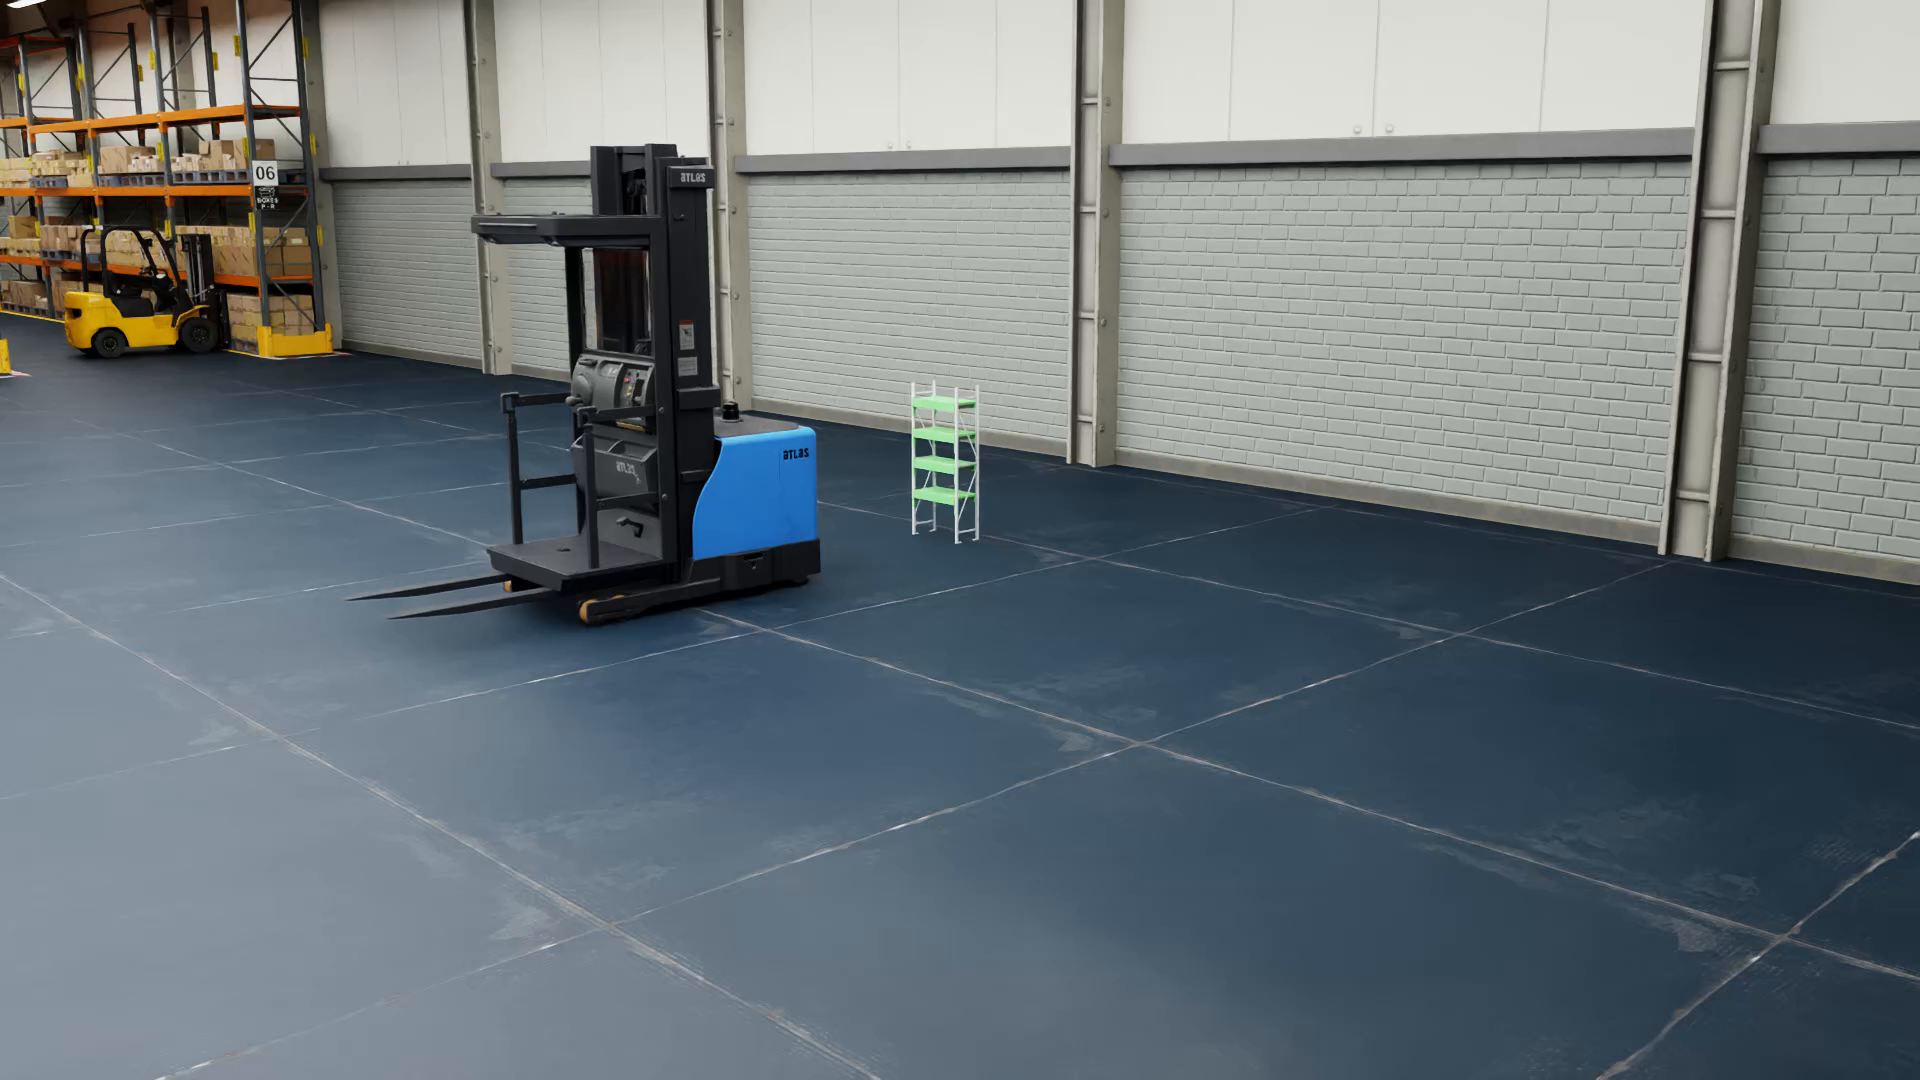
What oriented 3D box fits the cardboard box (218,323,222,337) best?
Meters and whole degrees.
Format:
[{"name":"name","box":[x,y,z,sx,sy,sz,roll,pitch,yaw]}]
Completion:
[{"name":"cardboard box","box":[-12.894,-3.739,29.397,0.500,0.250,0.500,-10,15,-41]}]

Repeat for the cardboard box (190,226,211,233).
[{"name":"cardboard box","box":[-13.515,-5.529,29.722,0.380,0.149,0.250,-10,16,-41]}]

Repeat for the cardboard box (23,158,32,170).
[{"name":"cardboard box","box":[-20.100,-8.212,36.298,0.500,0.250,0.500,-11,16,-42]}]

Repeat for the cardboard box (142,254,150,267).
[{"name":"cardboard box","box":[-15.262,-5.331,31.725,0.500,0.250,0.500,-11,16,-42]}]

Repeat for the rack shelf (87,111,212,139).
[{"name":"rack shelf","box":[-15.434,-7.900,31.729,1.077,0.370,4.000,-11,16,-43]}]

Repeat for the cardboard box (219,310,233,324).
[{"name":"cardboard box","box":[-12.563,-3.913,29.003,0.500,0.250,0.500,-11,16,-44]}]

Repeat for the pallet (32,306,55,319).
[{"name":"pallet","box":[-20.051,-5.120,37.240,1.003,0.211,1.213,-11,16,-43]}]

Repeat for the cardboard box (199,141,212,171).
[{"name":"cardboard box","box":[-12.784,-6.693,28.988,0.797,0.503,0.637,-10,15,-41]}]

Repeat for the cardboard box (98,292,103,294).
[{"name":"cardboard box","box":[-17.262,-4.815,34.002,0.500,0.500,0.500,-10,15,-41]}]

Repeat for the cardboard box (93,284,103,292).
[{"name":"cardboard box","box":[-17.550,-5.173,34.134,0.250,0.149,0.380,11,16,42]}]

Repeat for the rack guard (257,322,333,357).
[{"name":"rack guard","box":[-11.274,-3.406,28.206,1.175,0.500,0.348,-11,16,-43]}]

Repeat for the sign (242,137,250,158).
[{"name":"sign","box":[-11.692,-6.425,27.230,0.100,0.325,0.005,-11,16,-43]}]

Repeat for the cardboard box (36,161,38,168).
[{"name":"cardboard box","box":[-19.453,-7.998,35.463,0.380,0.149,0.250,-11,16,-42]}]

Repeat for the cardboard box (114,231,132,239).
[{"name":"cardboard box","box":[-16.427,-6.008,32.785,0.380,0.149,0.250,-10,16,-41]}]

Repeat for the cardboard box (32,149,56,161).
[{"name":"cardboard box","box":[-19.622,-8.242,35.621,0.396,0.266,0.258,-11,16,-43]}]

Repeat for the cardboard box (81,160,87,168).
[{"name":"cardboard box","box":[-17.592,-7.632,33.736,0.250,0.149,0.380,11,16,43]}]

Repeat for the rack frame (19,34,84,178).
[{"name":"rack frame","box":[-19.577,-9.324,35.866,1.000,3.000,0.127,-11,16,-43]}]

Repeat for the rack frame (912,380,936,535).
[{"name":"rack frame","box":[-0.283,-0.647,13.080,0.240,1.200,0.015,-11,16,-43]}]

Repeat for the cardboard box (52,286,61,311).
[{"name":"cardboard box","box":[-19.406,-5.265,36.187,0.500,0.500,0.500,-10,15,-40]}]

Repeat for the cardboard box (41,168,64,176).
[{"name":"cardboard box","box":[-19.146,-7.772,35.104,0.380,0.149,0.250,-11,16,-42]}]

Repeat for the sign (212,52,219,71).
[{"name":"sign","box":[-13.634,-8.765,30.447,0.100,0.325,0.005,-11,16,-43]}]

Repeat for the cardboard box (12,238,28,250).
[{"name":"cardboard box","box":[-21.152,-6.719,37.725,0.500,0.250,0.500,11,16,44]}]

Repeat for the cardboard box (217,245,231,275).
[{"name":"cardboard box","box":[-12.526,-4.870,28.869,0.500,0.500,0.500,-11,16,-44]}]

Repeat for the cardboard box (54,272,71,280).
[{"name":"cardboard box","box":[-19.478,-5.749,36.193,0.380,0.149,0.250,-11,16,-44]}]

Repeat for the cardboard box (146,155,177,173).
[{"name":"cardboard box","box":[-14.729,-6.970,30.806,0.500,0.311,0.500,11,16,43]}]

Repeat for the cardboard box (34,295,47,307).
[{"name":"cardboard box","box":[-20.421,-5.345,37.154,0.396,0.266,0.258,-10,15,-41]}]

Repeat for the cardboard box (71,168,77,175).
[{"name":"cardboard box","box":[-18.104,-7.602,34.328,0.380,0.149,0.250,-10,15,-41]}]

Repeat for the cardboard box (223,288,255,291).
[{"name":"cardboard box","box":[-13.212,-4.450,30.372,0.500,0.250,0.500,-11,16,-43]}]

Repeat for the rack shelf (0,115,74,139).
[{"name":"rack shelf","box":[-20.958,-9.262,37.356,1.077,0.370,4.000,-11,16,-43]}]

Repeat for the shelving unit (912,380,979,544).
[{"name":"shelving unit","box":[-0.114,-0.612,12.908,0.258,1.200,0.503,-11,16,-43]}]

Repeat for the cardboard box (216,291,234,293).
[{"name":"cardboard box","box":[-13.248,-4.305,29.670,0.500,0.250,0.500,-10,15,-41]}]

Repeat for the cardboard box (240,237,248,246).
[{"name":"cardboard box","box":[-11.930,-5.046,28.113,0.380,0.149,0.250,-11,16,-42]}]

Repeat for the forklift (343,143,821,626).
[{"name":"forklift","box":[-2.397,-1.019,10.593,3.031,2.935,1.130,-10,15,-41]}]

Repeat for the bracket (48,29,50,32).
[{"name":"bracket","box":[-19.950,-11.325,36.660,0.235,0.232,0.430,-11,16,-43]}]

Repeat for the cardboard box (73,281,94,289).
[{"name":"cardboard box","box":[-18.575,-5.413,35.299,0.380,0.149,0.250,-10,15,-41]}]

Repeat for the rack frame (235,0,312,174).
[{"name":"rack frame","box":[-11.290,-7.572,27.366,1.000,3.000,0.127,-11,16,-43]}]

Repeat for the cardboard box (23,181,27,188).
[{"name":"cardboard box","box":[-20.385,-7.819,36.621,0.380,0.149,0.250,-10,15,-41]}]

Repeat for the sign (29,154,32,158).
[{"name":"sign","box":[-21.924,-8.946,39.274,0.100,0.325,0.005,-11,16,-43]}]

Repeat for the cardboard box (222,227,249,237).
[{"name":"cardboard box","box":[-12.461,-5.305,28.634,0.380,0.149,0.250,-10,16,-41]}]

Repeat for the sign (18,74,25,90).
[{"name":"sign","box":[-19.982,-9.747,35.410,0.100,0.325,0.005,-11,16,-43]}]

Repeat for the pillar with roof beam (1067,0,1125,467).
[{"name":"pillar with roof beam","box":[-1.802,-4.573,12.806,9.100,9.000,0.400,-11,16,-43]}]

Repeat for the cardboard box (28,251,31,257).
[{"name":"cardboard box","box":[-20.534,-6.385,37.094,0.380,0.149,0.250,-10,16,-41]}]

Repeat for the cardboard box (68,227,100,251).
[{"name":"cardboard box","box":[-18.076,-6.270,34.617,0.637,0.503,0.797,11,16,44]}]

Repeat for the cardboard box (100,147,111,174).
[{"name":"cardboard box","box":[-16.491,-7.435,32.595,0.500,0.500,0.500,-11,16,-42]}]

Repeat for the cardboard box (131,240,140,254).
[{"name":"cardboard box","box":[-15.621,-5.651,32.040,0.500,0.250,0.500,-11,16,-42]}]

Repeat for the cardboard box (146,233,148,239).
[{"name":"cardboard box","box":[-15.184,-5.749,31.525,0.250,0.149,0.380,11,16,44]}]

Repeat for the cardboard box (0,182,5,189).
[{"name":"cardboard box","box":[-21.639,-8.074,37.857,0.380,0.149,0.250,-11,16,-43]}]

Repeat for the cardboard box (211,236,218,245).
[{"name":"cardboard box","box":[-12.969,-5.273,29.217,0.380,0.149,0.250,-11,16,-44]}]

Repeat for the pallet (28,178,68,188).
[{"name":"pallet","box":[-19.178,-7.658,35.679,1.213,0.211,1.003,-11,16,-43]}]

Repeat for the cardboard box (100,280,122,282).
[{"name":"cardboard box","box":[-18.190,-5.488,35.662,0.380,0.149,0.250,-11,16,-42]}]

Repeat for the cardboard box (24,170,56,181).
[{"name":"cardboard box","box":[-20.092,-7.962,36.327,0.500,0.250,0.500,-11,16,-42]}]

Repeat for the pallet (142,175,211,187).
[{"name":"pallet","box":[-14.671,-6.720,31.137,1.217,0.209,0.805,11,16,43]}]
